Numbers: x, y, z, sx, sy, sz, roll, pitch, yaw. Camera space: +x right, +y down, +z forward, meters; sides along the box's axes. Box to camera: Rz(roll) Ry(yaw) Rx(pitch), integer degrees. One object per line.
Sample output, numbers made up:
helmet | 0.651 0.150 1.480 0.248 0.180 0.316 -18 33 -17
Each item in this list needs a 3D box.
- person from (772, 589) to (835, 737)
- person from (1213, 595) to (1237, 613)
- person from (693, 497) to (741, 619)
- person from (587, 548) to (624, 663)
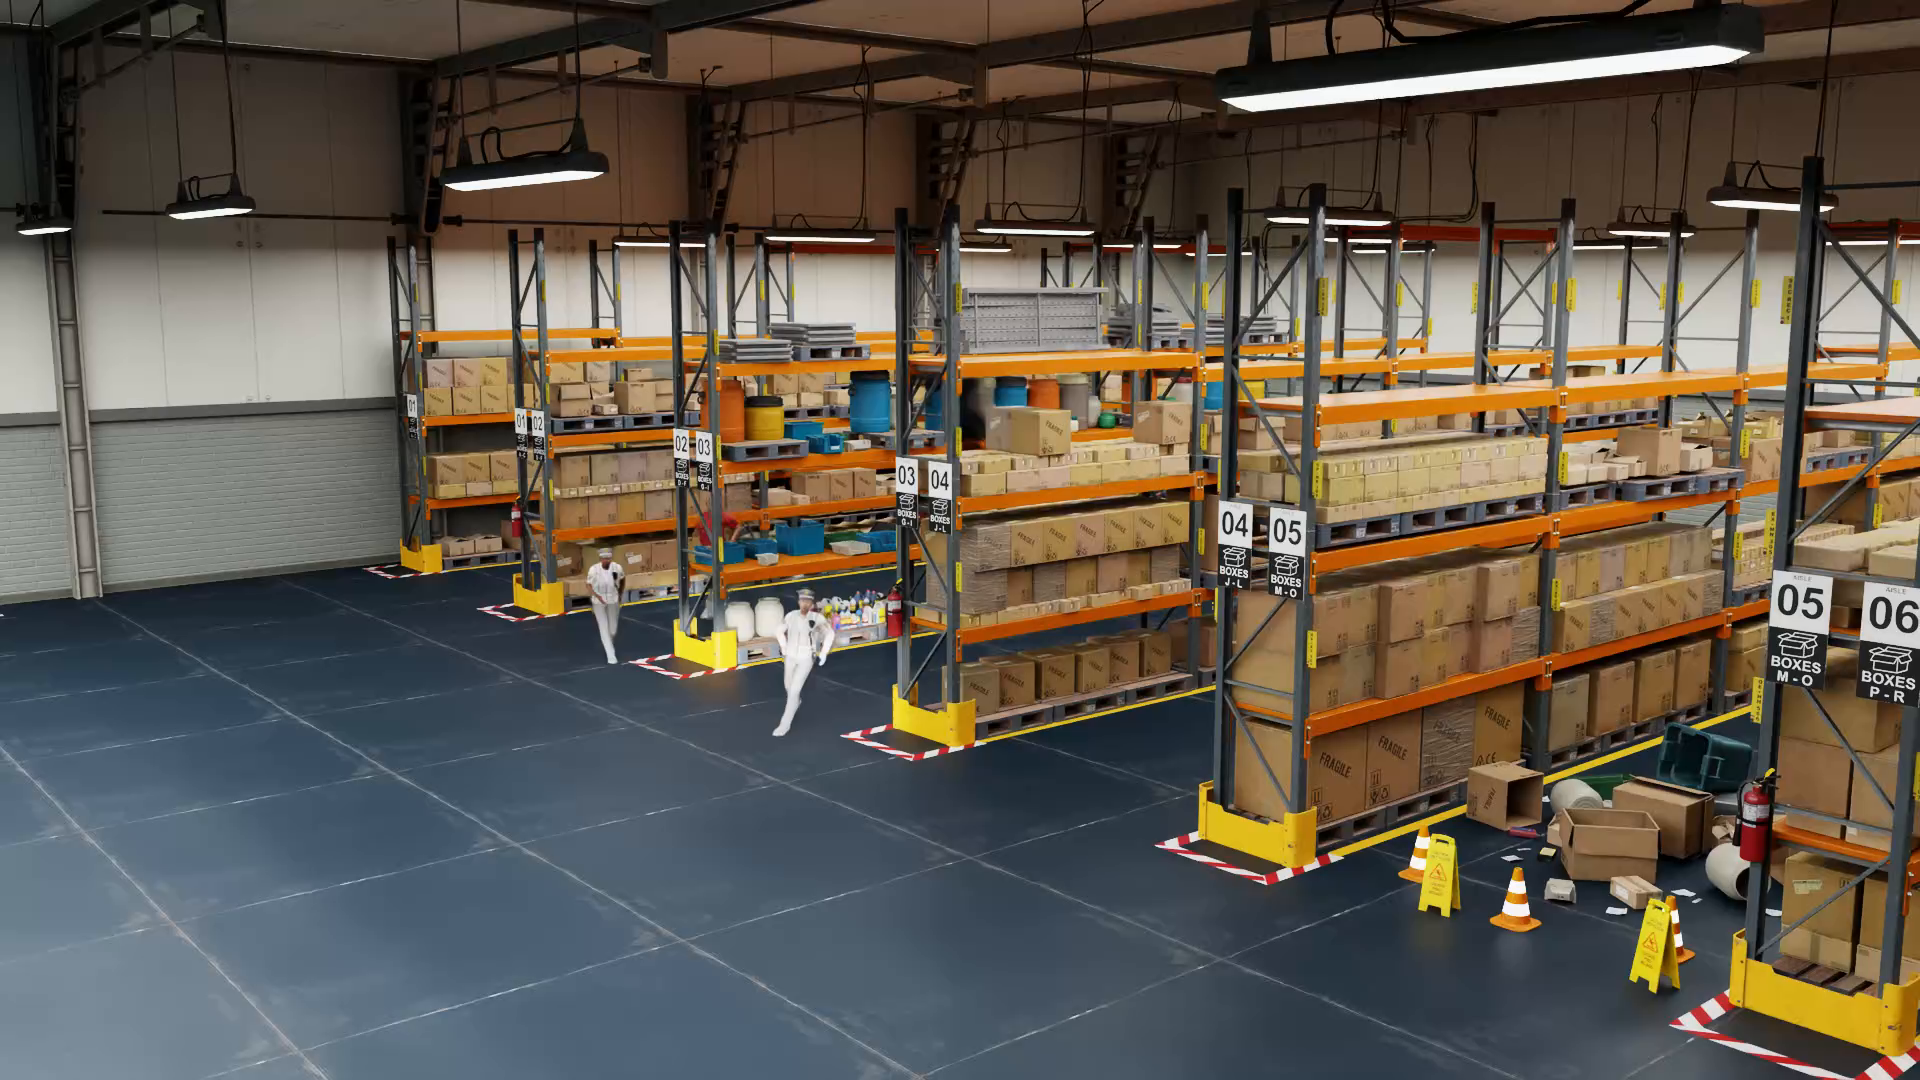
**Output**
person | -1.838 1.379 19.330 0.674 1.661 0.921 2 9 16
person | 4.193 0.287 26.485 0.588 1.742 0.776 8 12 43
person | -3.679 0.223 24.760 0.659 1.766 0.851 6 11 34
person | -4.908 0.870 22.953 0.463 1.627 0.720 -2 9 -13
